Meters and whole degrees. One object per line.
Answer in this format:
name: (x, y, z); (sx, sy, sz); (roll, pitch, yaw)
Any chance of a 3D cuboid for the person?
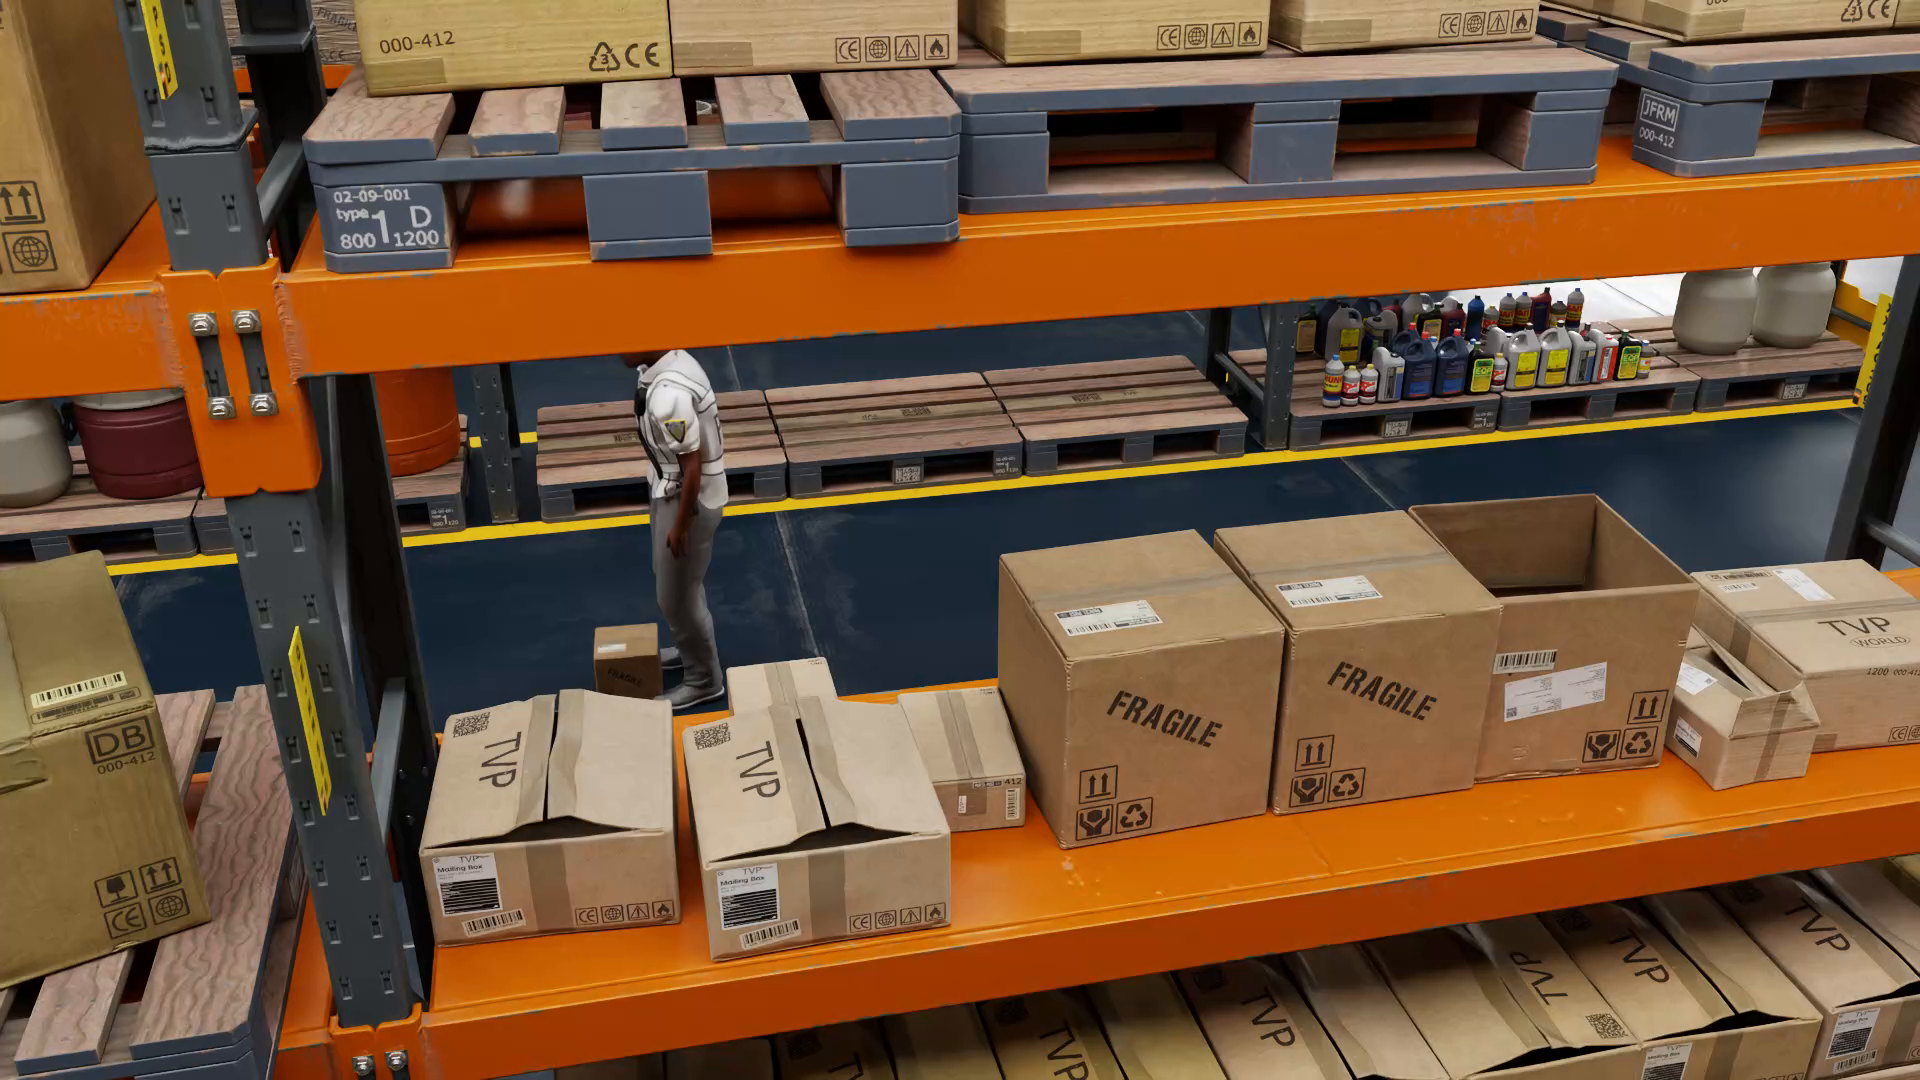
person: (-1.095, -0.146, 6.407); (0.394, 1.656, 0.512); (-7, 28, -14)
